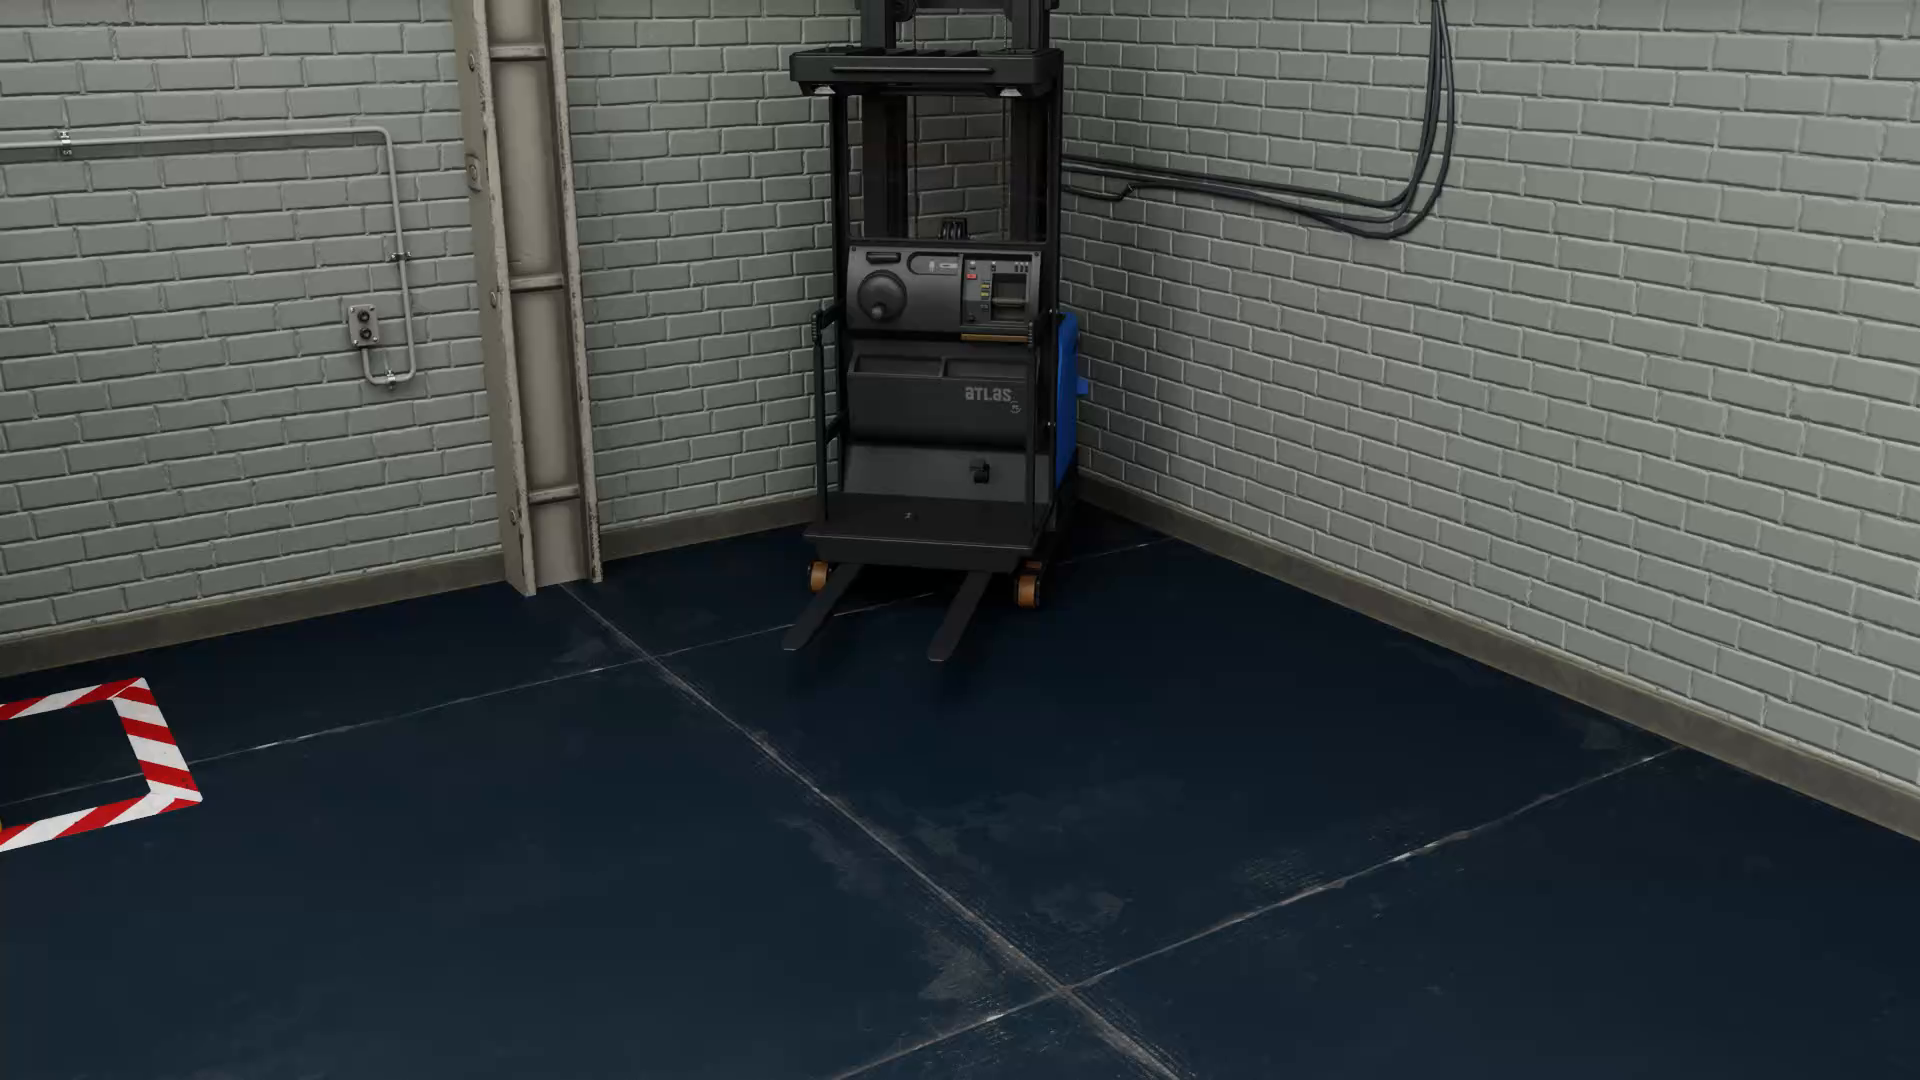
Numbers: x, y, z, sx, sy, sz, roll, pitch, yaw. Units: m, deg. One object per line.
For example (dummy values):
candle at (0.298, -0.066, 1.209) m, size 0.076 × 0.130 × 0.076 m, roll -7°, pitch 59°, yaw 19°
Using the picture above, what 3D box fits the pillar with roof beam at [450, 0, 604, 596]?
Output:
pillar with roof beam at (0.373, -2.917, 3.323) m, size 0.400 × 9.000 × 9.100 m, roll -12°, pitch 22°, yaw -31°

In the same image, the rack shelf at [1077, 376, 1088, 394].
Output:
rack shelf at (0.335, -0.937, 9.562) m, size 1.000 × 0.185 × 0.538 m, roll 5°, pitch 23°, yaw 11°

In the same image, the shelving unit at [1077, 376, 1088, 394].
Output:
shelving unit at (0.335, -1.104, 9.495) m, size 1.048 × 1.500 × 0.538 m, roll 5°, pitch 23°, yaw 11°

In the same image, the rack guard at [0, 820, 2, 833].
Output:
rack guard at (-3.754, 0.660, 6.011) m, size 0.348 × 0.500 × 1.175 m, roll -12°, pitch 22°, yaw -31°

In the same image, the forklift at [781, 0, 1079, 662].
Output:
forklift at (-0.116, -1.191, 7.692) m, size 1.130 × 2.935 × 3.031 m, roll 3°, pitch 19°, yaw 10°

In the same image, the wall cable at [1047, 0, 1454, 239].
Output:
wall cable at (1.146, -2.791, 7.799) m, size 0.112 × 2.526 × 3.097 m, roll -12°, pitch 22°, yaw -31°

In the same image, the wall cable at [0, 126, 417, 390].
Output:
wall cable at (-3.225, -1.480, 6.851) m, size 1.851 × 1.984 × 0.084 m, roll -12°, pitch 22°, yaw -31°
